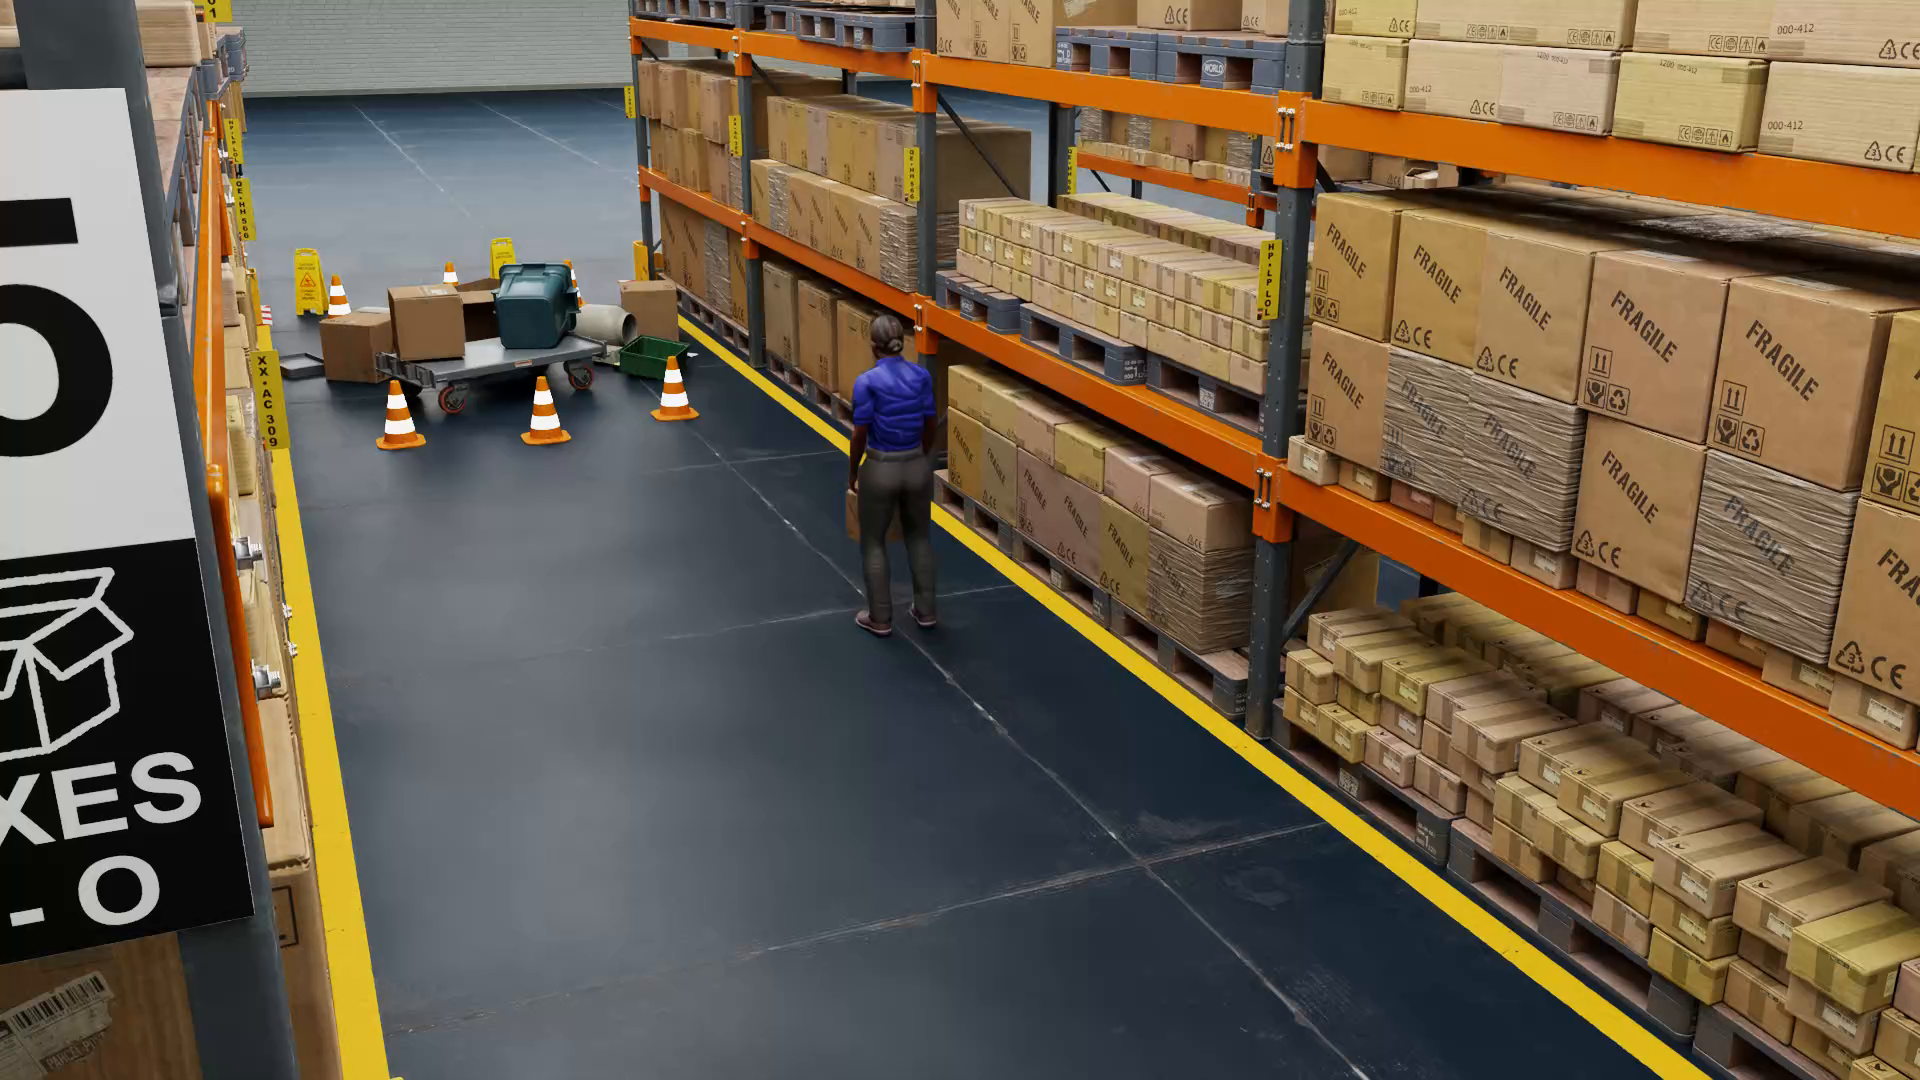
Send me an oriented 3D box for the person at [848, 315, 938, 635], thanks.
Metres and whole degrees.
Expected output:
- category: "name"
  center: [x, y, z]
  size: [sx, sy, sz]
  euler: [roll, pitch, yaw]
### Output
- category: "person"
  center: [-0.338, -0.330, 8.523]
  size: [0.492, 1.660, 0.345]
  euler: [-9, 21, -23]
